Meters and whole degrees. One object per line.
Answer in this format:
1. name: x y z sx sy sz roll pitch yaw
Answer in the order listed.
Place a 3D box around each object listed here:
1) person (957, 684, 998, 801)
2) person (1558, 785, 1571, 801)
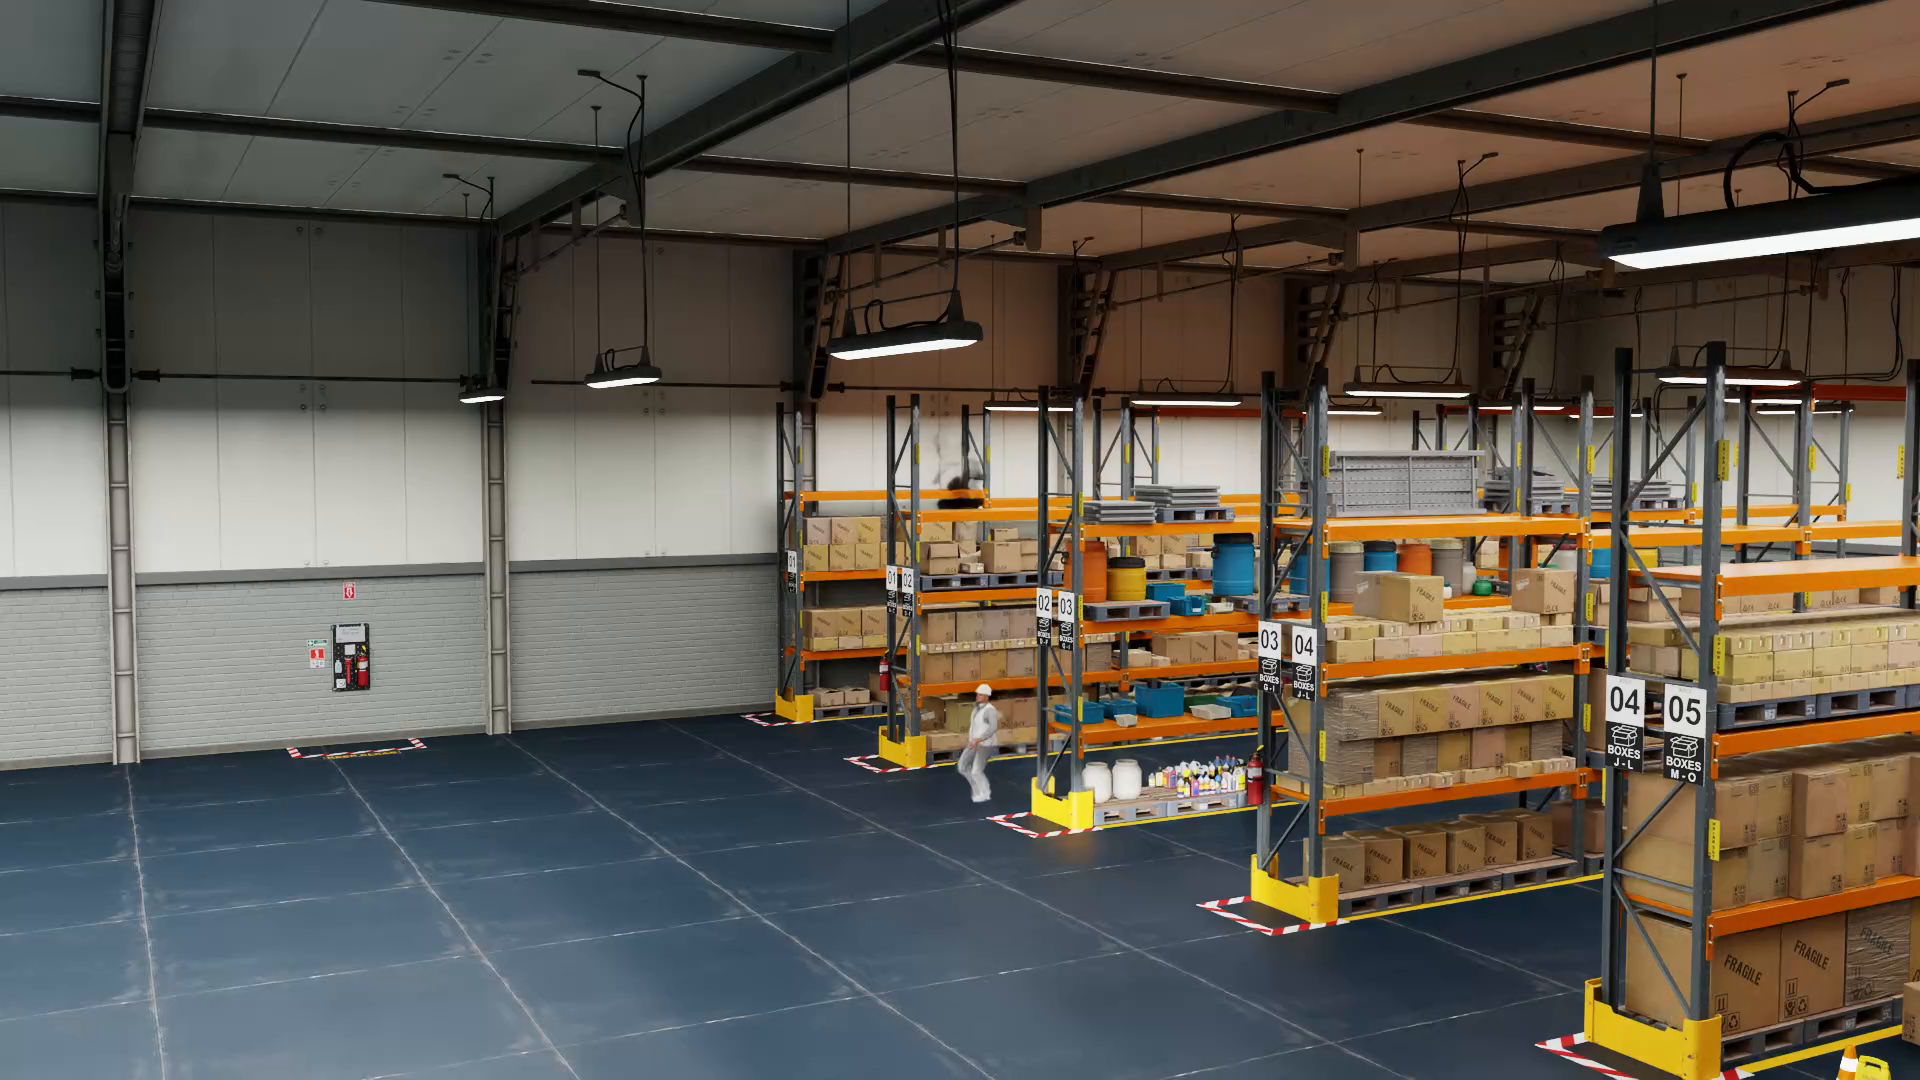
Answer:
1. person: 0.262 2.960 24.128 0.515 1.753 0.648 -2 4 -30
2. person: 8.888 2.939 24.148 0.757 1.802 0.707 -2 4 -31
